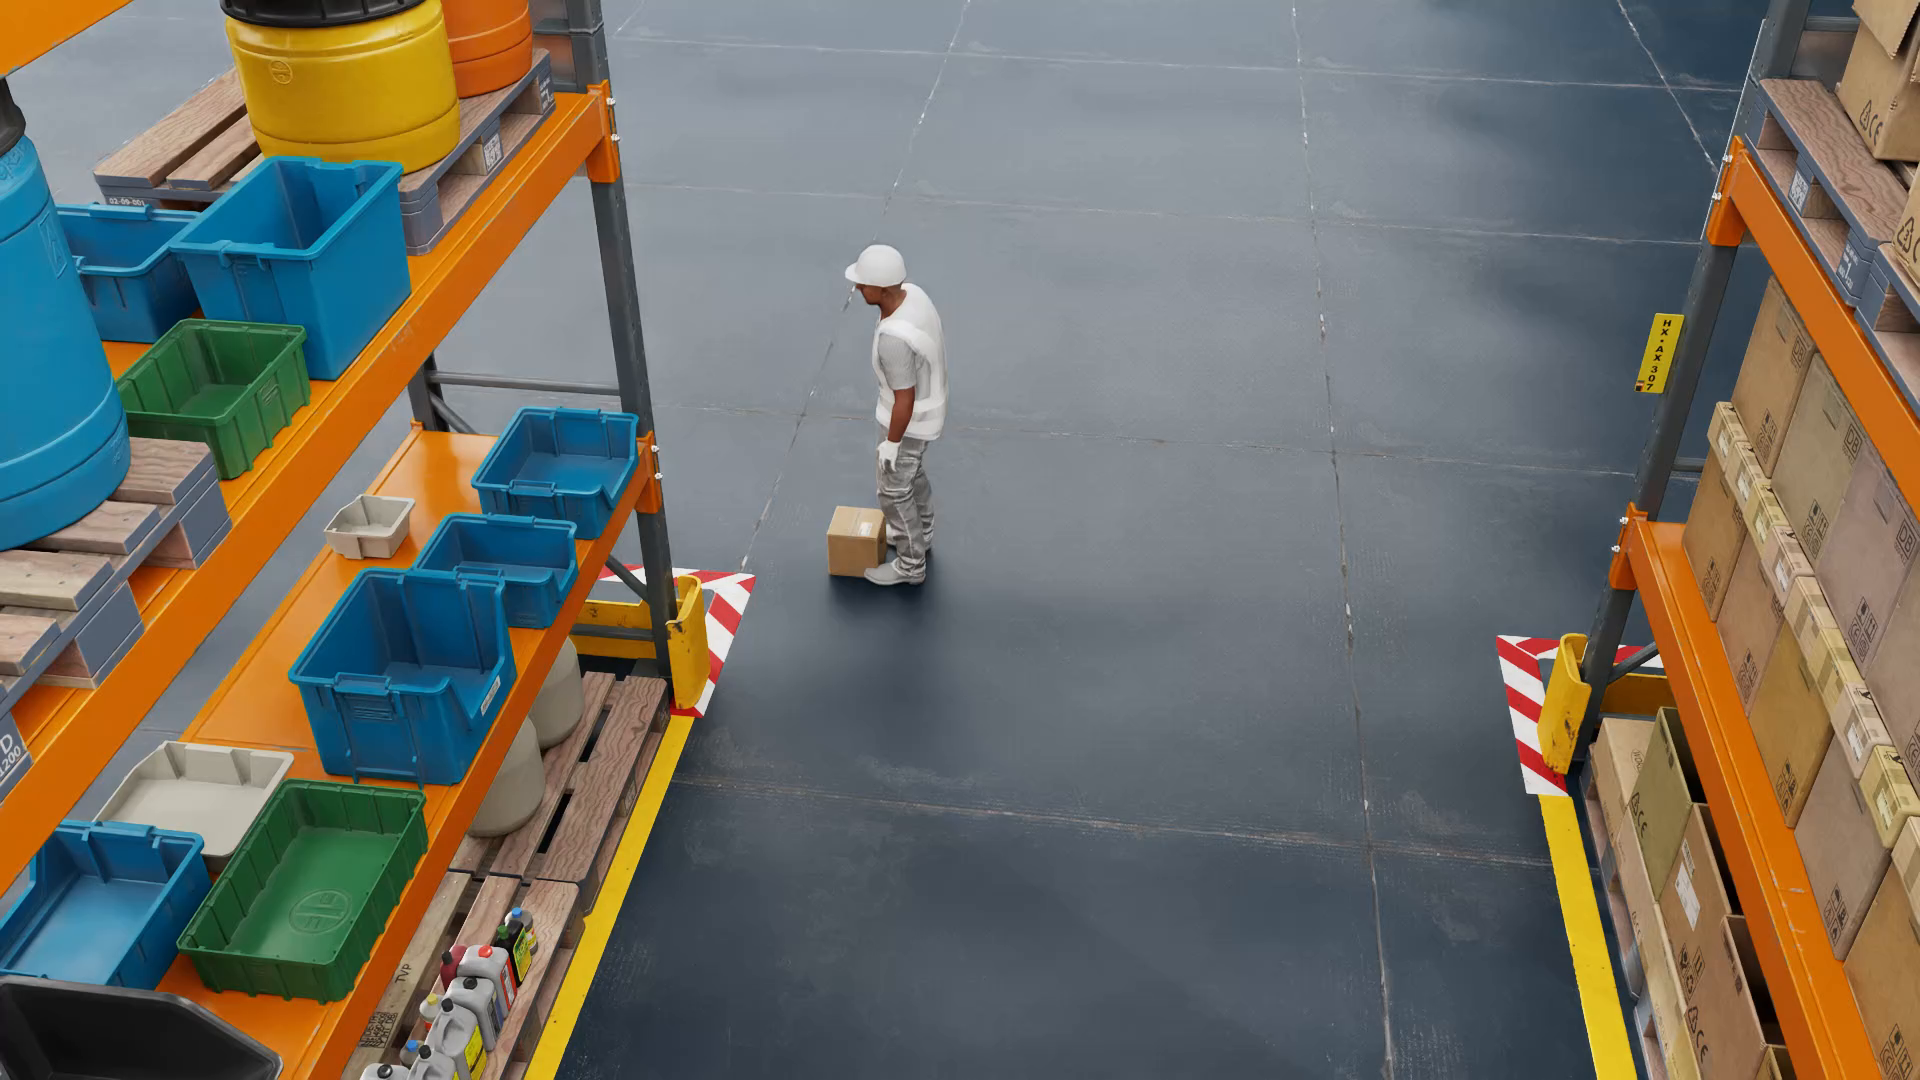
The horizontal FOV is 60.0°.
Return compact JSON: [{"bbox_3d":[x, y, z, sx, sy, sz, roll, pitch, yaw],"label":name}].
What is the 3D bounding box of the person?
[{"bbox_3d":[-0.284,-0.585,7.844,0.450,1.773,0.622,4,36,5],"label":"person"}]
